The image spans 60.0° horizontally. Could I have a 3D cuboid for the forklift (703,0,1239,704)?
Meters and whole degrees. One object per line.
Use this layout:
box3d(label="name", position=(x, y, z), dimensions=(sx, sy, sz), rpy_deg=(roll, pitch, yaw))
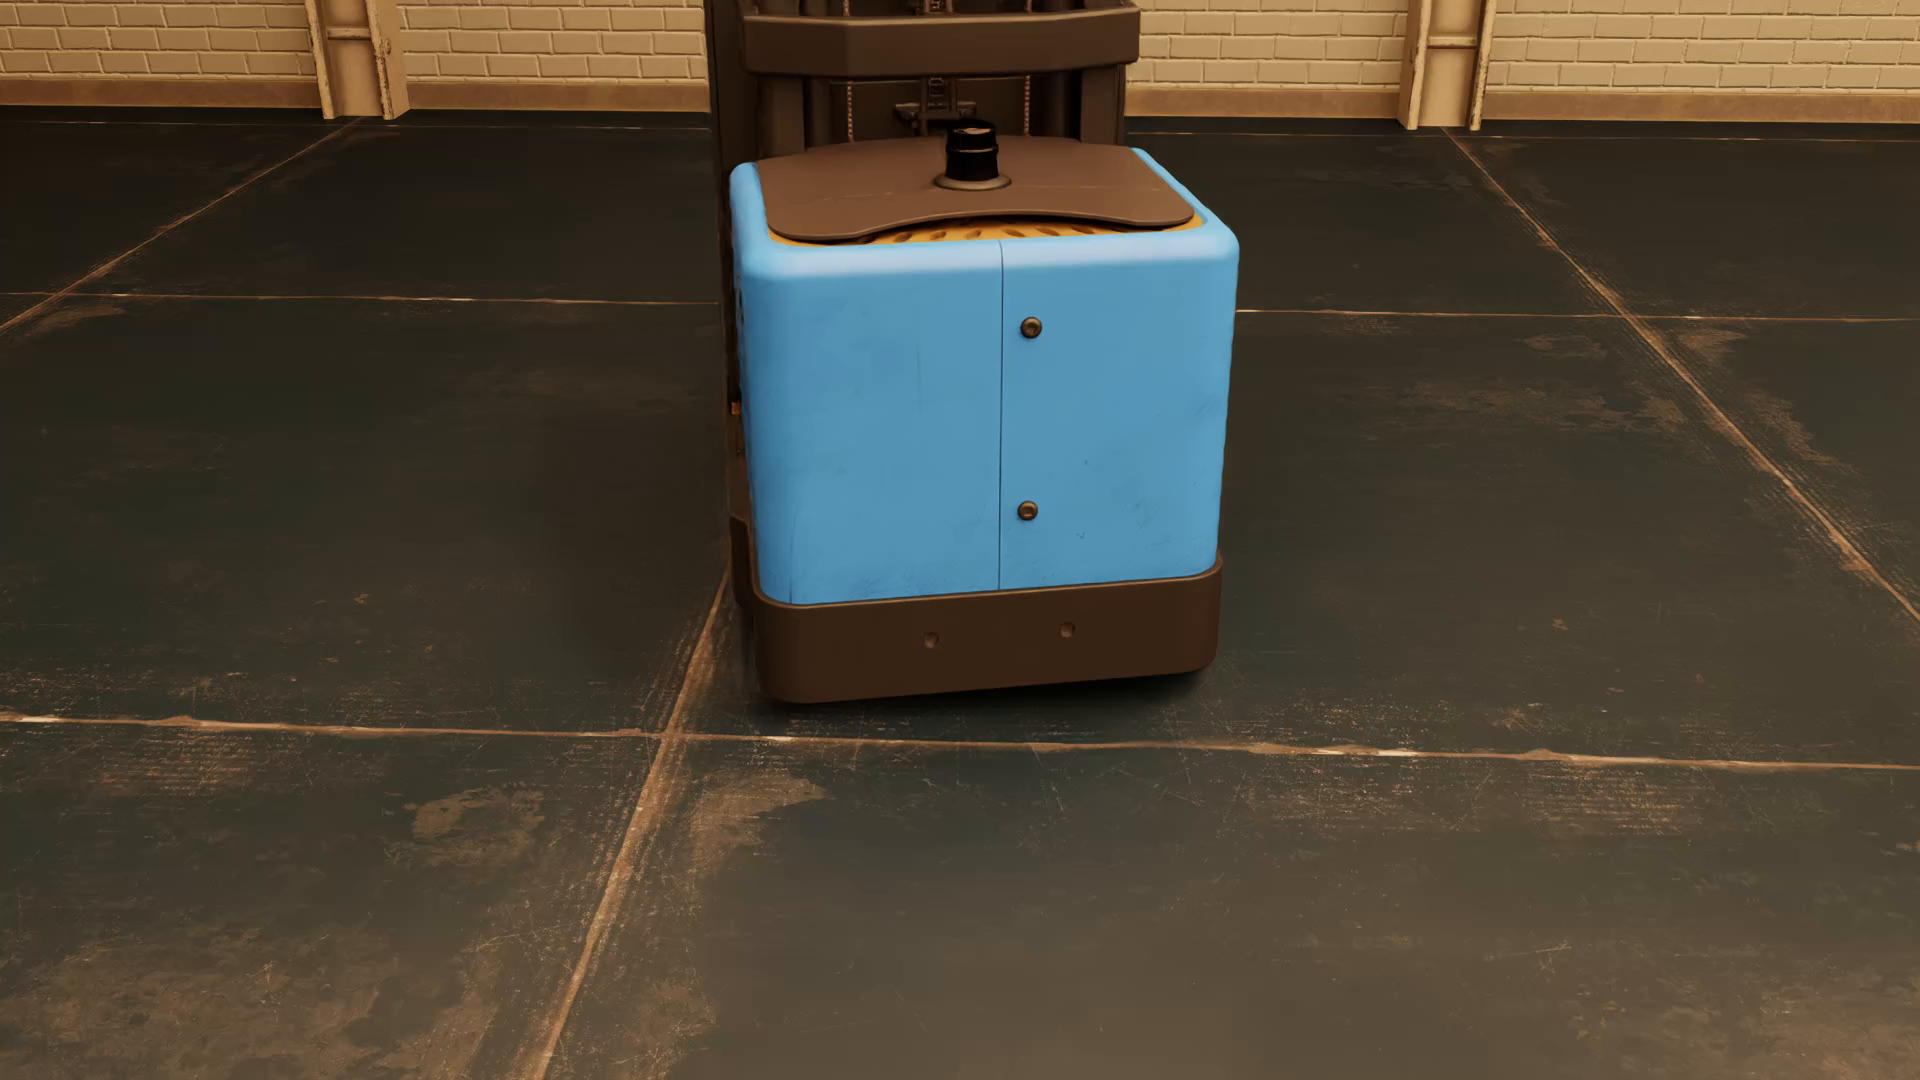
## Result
box3d(label="forklift", position=(-0.147, -1.582, 4.416), dimensions=(1.130, 2.935, 3.031), rpy_deg=(-4, 27, -8))
